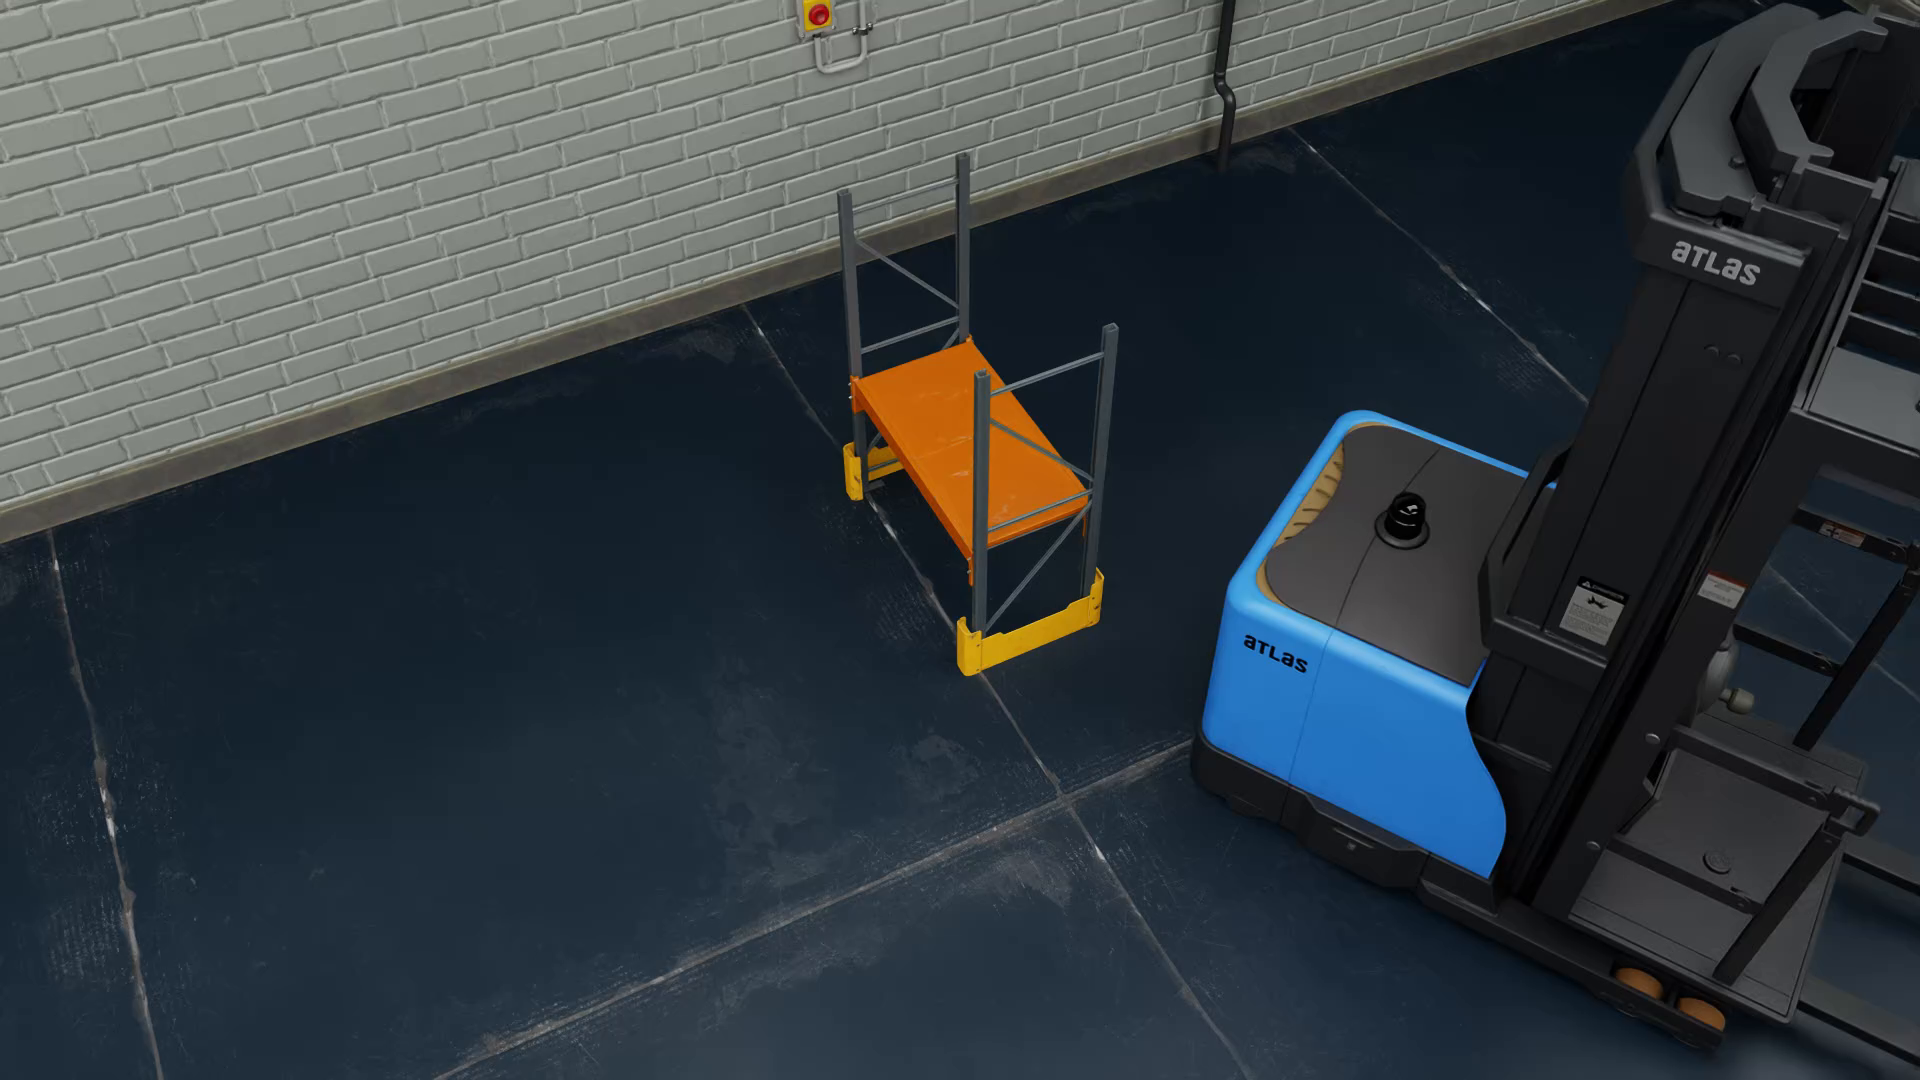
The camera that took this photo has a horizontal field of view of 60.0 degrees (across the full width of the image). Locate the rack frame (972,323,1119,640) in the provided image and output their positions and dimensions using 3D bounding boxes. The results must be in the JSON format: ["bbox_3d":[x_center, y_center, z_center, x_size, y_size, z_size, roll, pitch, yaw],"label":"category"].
[{"bbox_3d":[0.272,-0.096,5.731,0.500,1.500,0.032,-21,52,-18],"label":"rack frame"}]

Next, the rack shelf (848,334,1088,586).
[{"bbox_3d":[0.039,-0.318,6.164,0.538,0.185,1.000,-21,52,-18],"label":"rack shelf"}]

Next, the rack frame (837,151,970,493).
[{"bbox_3d":[-0.194,-0.777,6.326,0.500,1.500,0.032,-21,52,-18],"label":"rack frame"}]

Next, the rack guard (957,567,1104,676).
[{"bbox_3d":[0.263,0.302,6.212,0.587,0.250,0.087,-21,52,-18],"label":"rack guard"}]

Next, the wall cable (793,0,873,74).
[{"bbox_3d":[-0.602,-2.538,6.174,0.585,1.953,0.123,-21,52,-18],"label":"wall cable"}]

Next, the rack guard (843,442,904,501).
[{"bbox_3d":[-0.193,-0.365,6.795,0.587,0.250,0.087,-21,52,-18],"label":"rack guard"}]

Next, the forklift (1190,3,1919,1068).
[{"bbox_3d":[2.333,0.170,4.547,3.031,2.935,1.130,25,53,20],"label":"forklift"}]

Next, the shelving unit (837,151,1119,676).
[{"bbox_3d":[0.035,-0.443,6.033,0.587,1.500,1.083,-21,52,-18],"label":"shelving unit"}]

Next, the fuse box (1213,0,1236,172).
[{"bbox_3d":[1.333,-2.395,7.601,0.539,1.711,0.414,-21,52,-18],"label":"fuse box"}]
